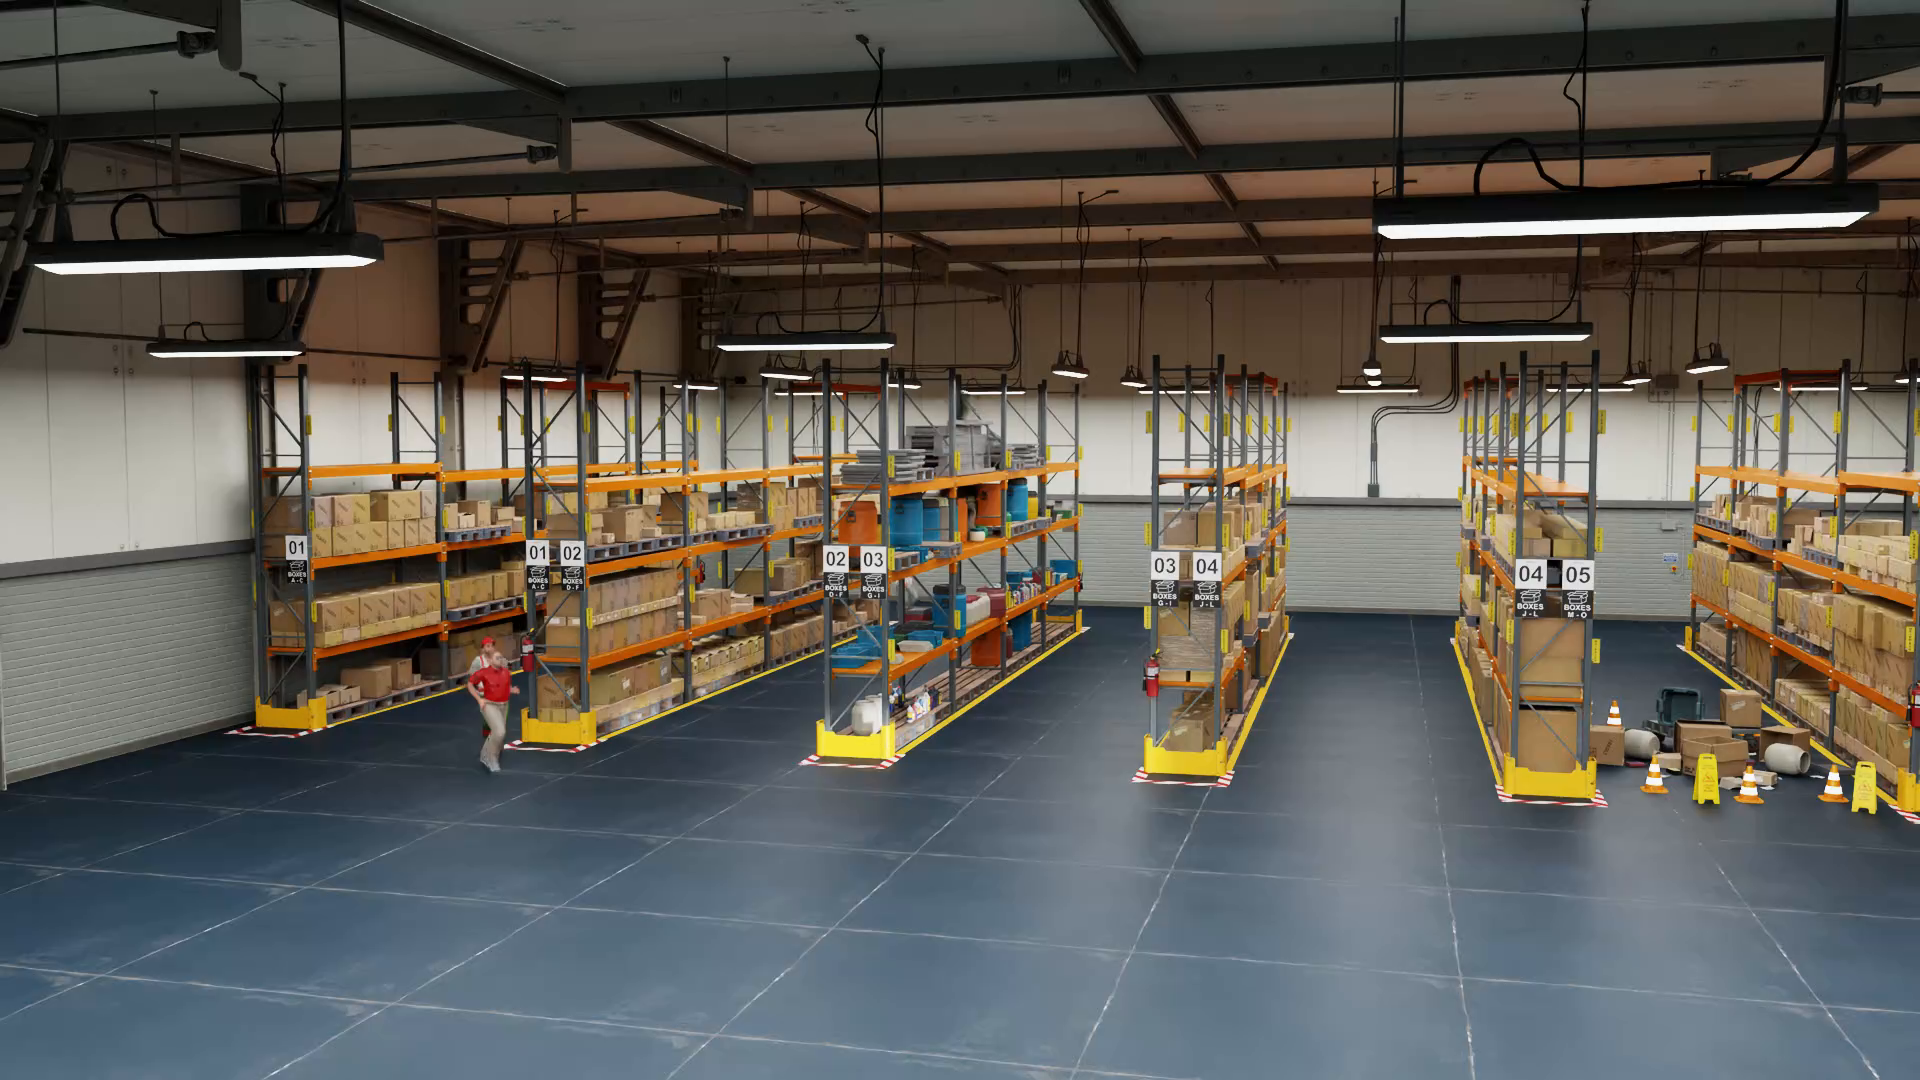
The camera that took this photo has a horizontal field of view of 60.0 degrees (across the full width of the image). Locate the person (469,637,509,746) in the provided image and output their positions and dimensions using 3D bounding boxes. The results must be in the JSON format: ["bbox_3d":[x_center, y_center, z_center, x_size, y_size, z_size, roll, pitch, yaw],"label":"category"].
[{"bbox_3d":[-7.157,2.359,25.433,0.628,1.751,0.640,-2,5,-30],"label":"person"}]

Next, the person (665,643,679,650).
[{"bbox_3d":[-5.977,1.762,34.393,0.690,1.733,0.715,0,4,6],"label":"person"}]

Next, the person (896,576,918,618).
[{"bbox_3d":[-1.389,1.167,43.068,0.558,1.739,0.682,3,5,40],"label":"person"}]

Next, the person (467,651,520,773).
[{"bbox_3d":[-6.730,2.498,24.138,0.763,1.784,0.636,2,5,30],"label":"person"}]
